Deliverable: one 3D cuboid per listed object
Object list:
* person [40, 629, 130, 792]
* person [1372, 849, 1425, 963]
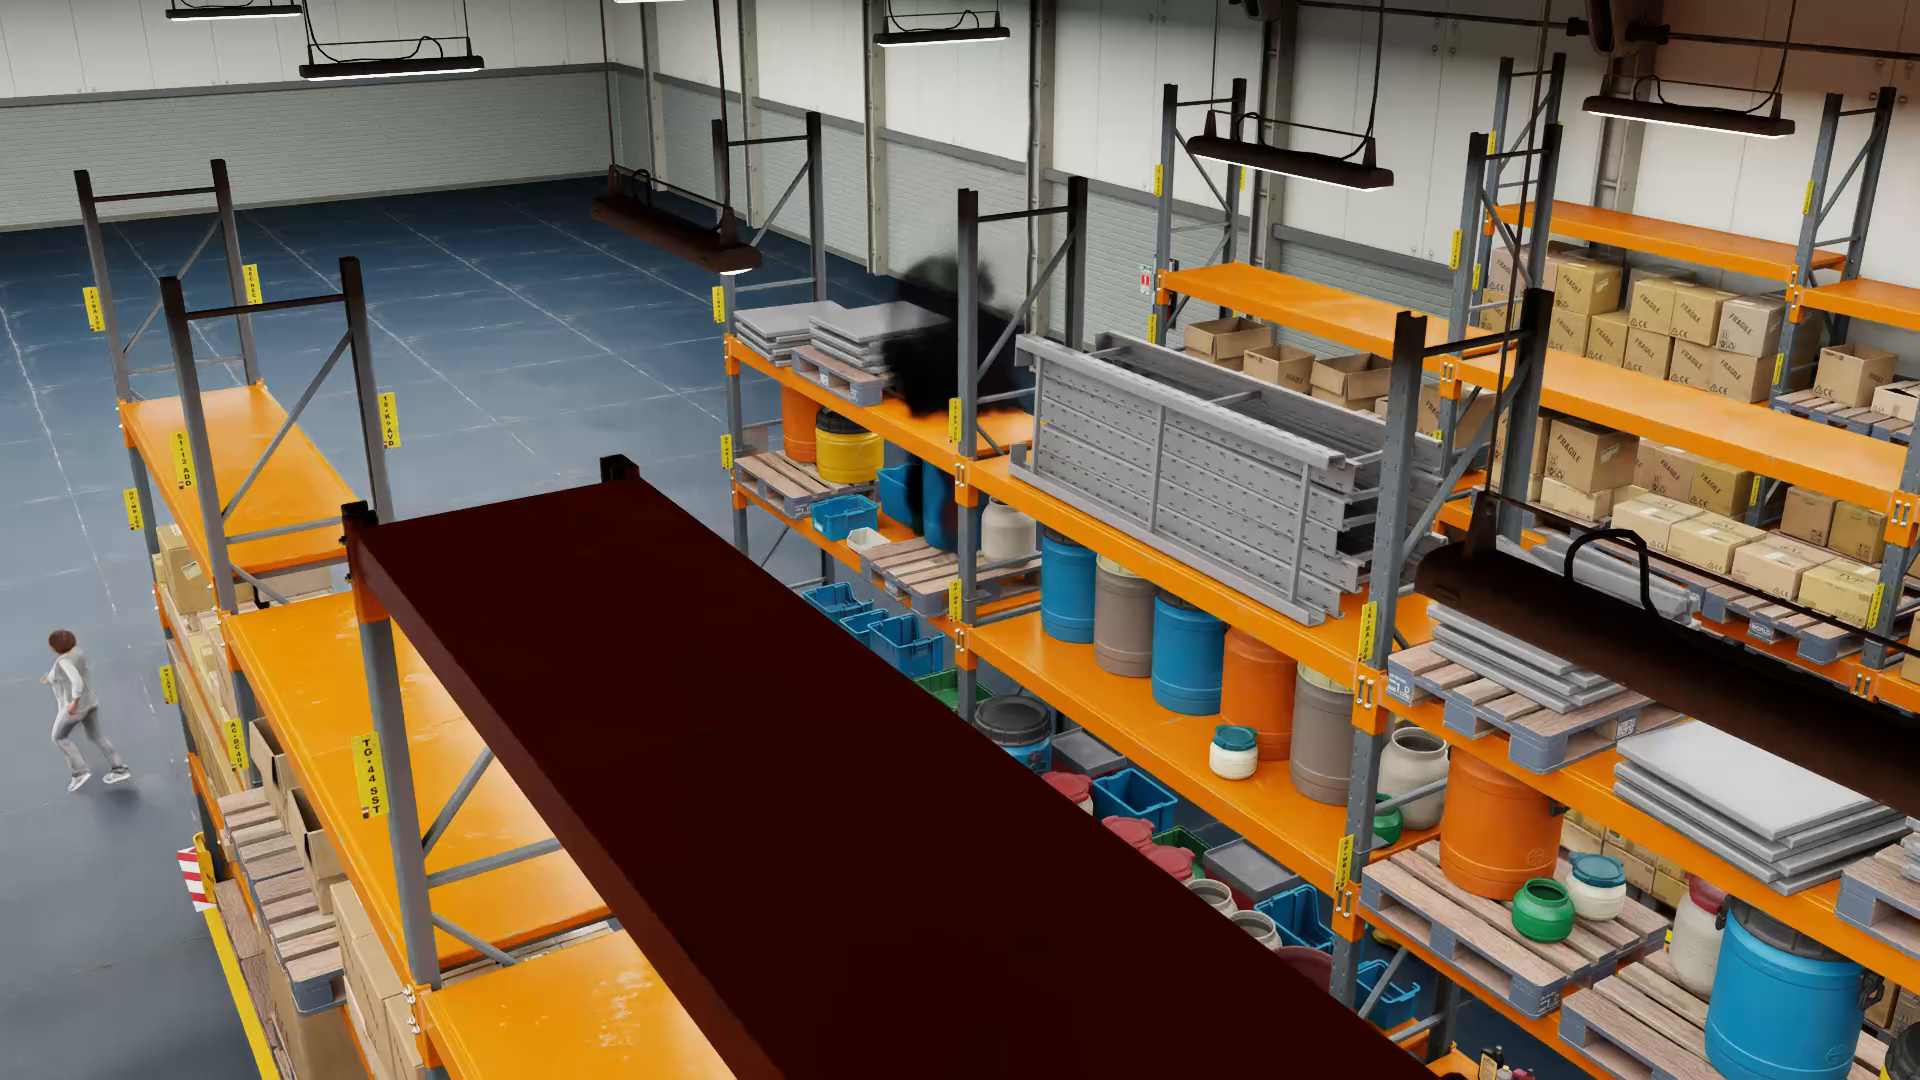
[{"bbox_3d":[-8.124,1.567,15.351,0.702,1.629,0.524,3,22,6],"label":"person"},{"bbox_3d":[3.562,2.495,12.864,0.704,1.723,0.694,-19,29,-39],"label":"person"}]
